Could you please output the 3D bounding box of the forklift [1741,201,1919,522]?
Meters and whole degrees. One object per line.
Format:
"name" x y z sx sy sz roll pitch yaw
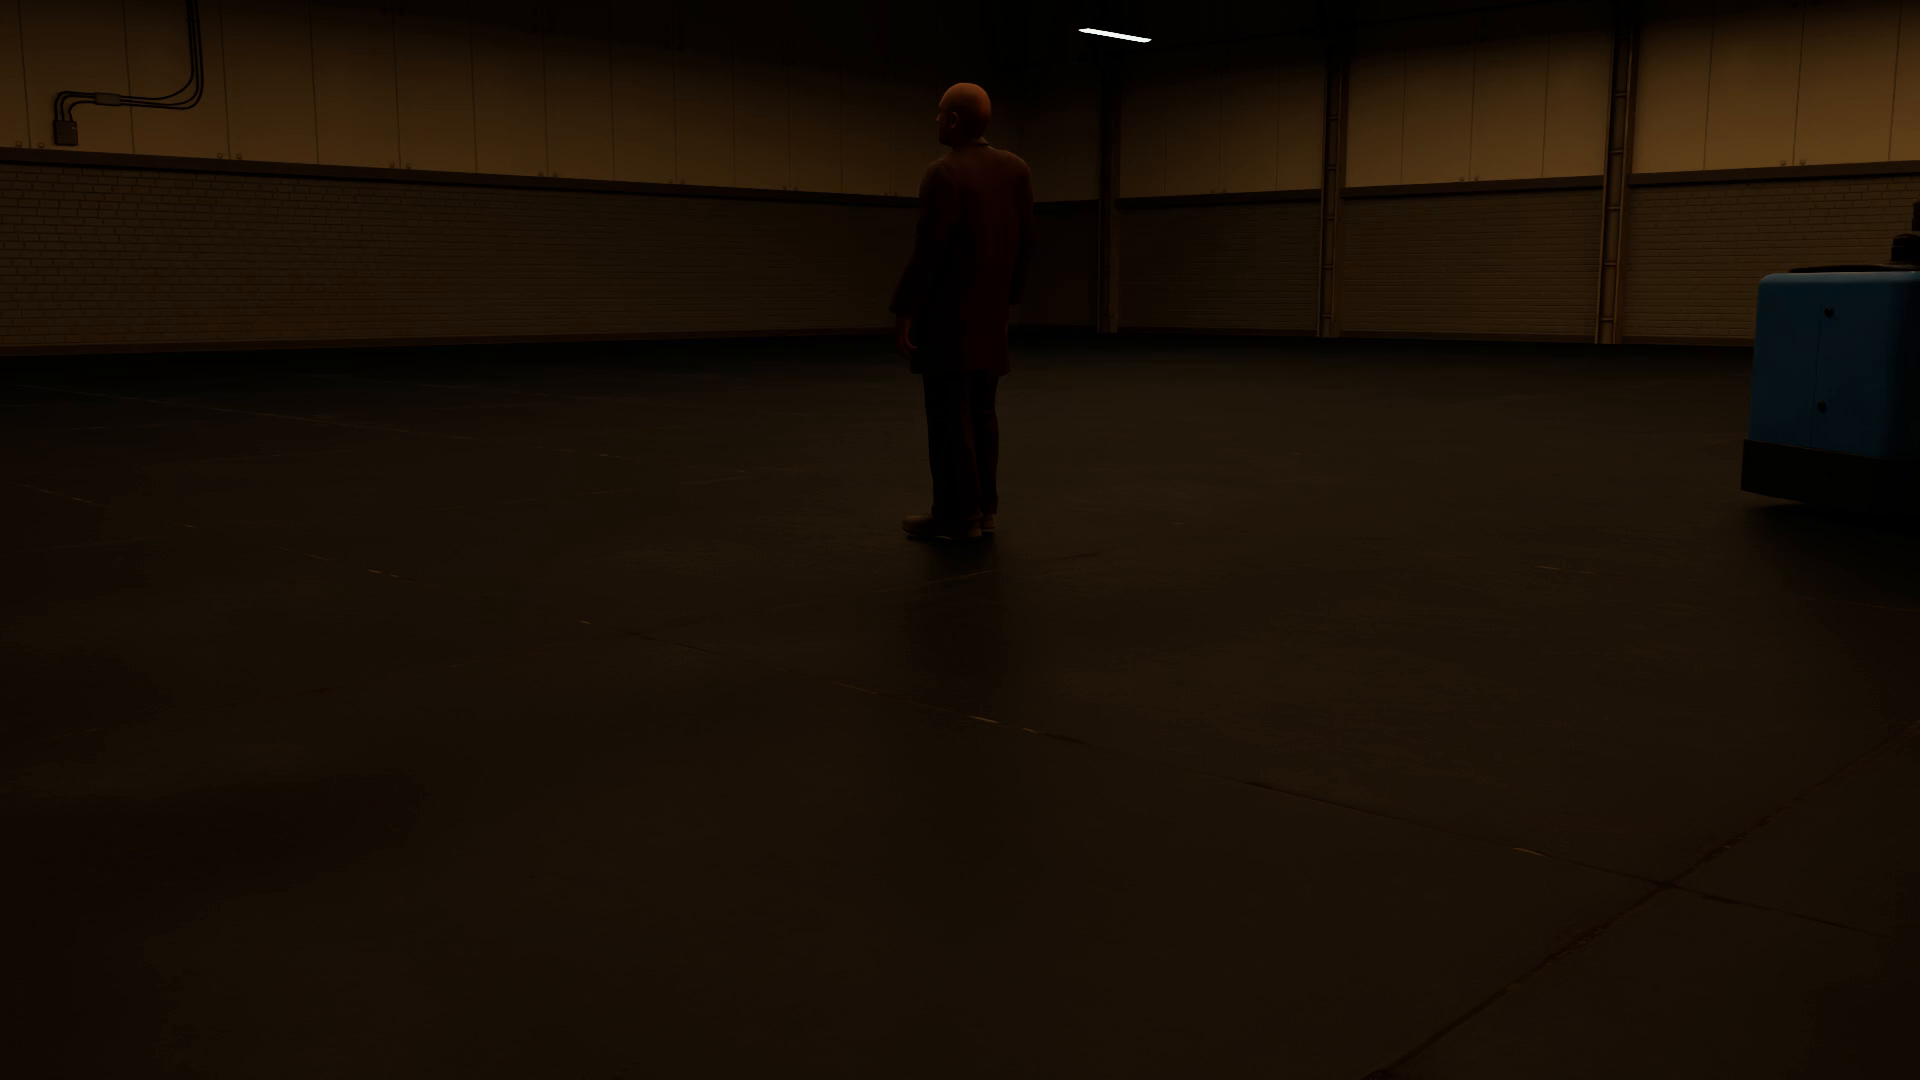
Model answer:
"forklift" 5.215 -1.579 7.362 3.031 2.935 1.130 -1 9 -9

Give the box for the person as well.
"person" -0.062 -0.896 6.650 0.582 1.775 0.696 8 12 43
